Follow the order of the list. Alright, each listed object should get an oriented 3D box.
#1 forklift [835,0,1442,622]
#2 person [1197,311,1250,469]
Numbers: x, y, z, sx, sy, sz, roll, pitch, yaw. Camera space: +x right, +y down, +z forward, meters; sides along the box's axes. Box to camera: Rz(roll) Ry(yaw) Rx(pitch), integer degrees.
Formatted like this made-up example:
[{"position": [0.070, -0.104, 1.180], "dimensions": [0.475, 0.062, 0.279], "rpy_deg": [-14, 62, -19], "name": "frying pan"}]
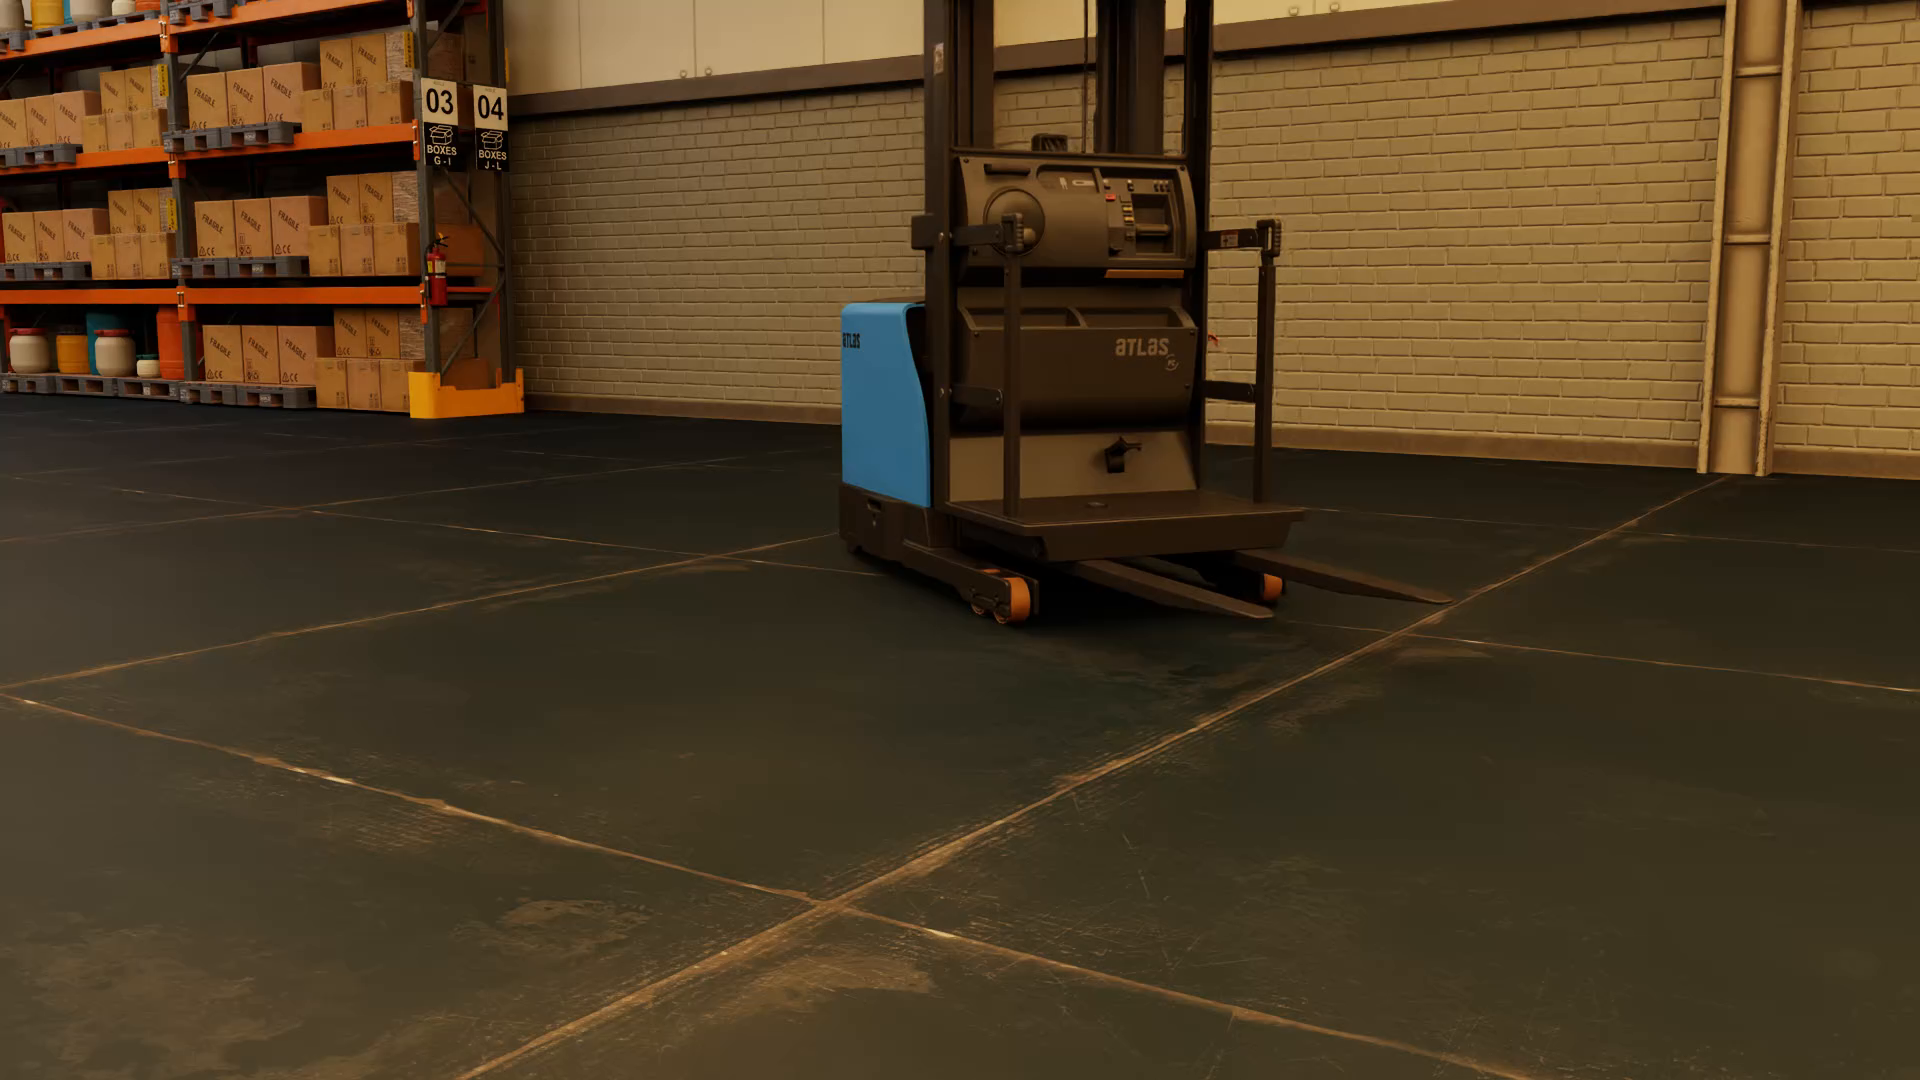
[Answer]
[{"position": [0.503, -1.239, 5.908], "dimensions": [1.130, 2.935, 3.031], "rpy_deg": [-3, 9, -23], "name": "forklift"}, {"position": [0.788, -0.650, 7.358], "dimensions": [0.874, 1.384, 0.673], "rpy_deg": [-5, 9, -30], "name": "person"}]
